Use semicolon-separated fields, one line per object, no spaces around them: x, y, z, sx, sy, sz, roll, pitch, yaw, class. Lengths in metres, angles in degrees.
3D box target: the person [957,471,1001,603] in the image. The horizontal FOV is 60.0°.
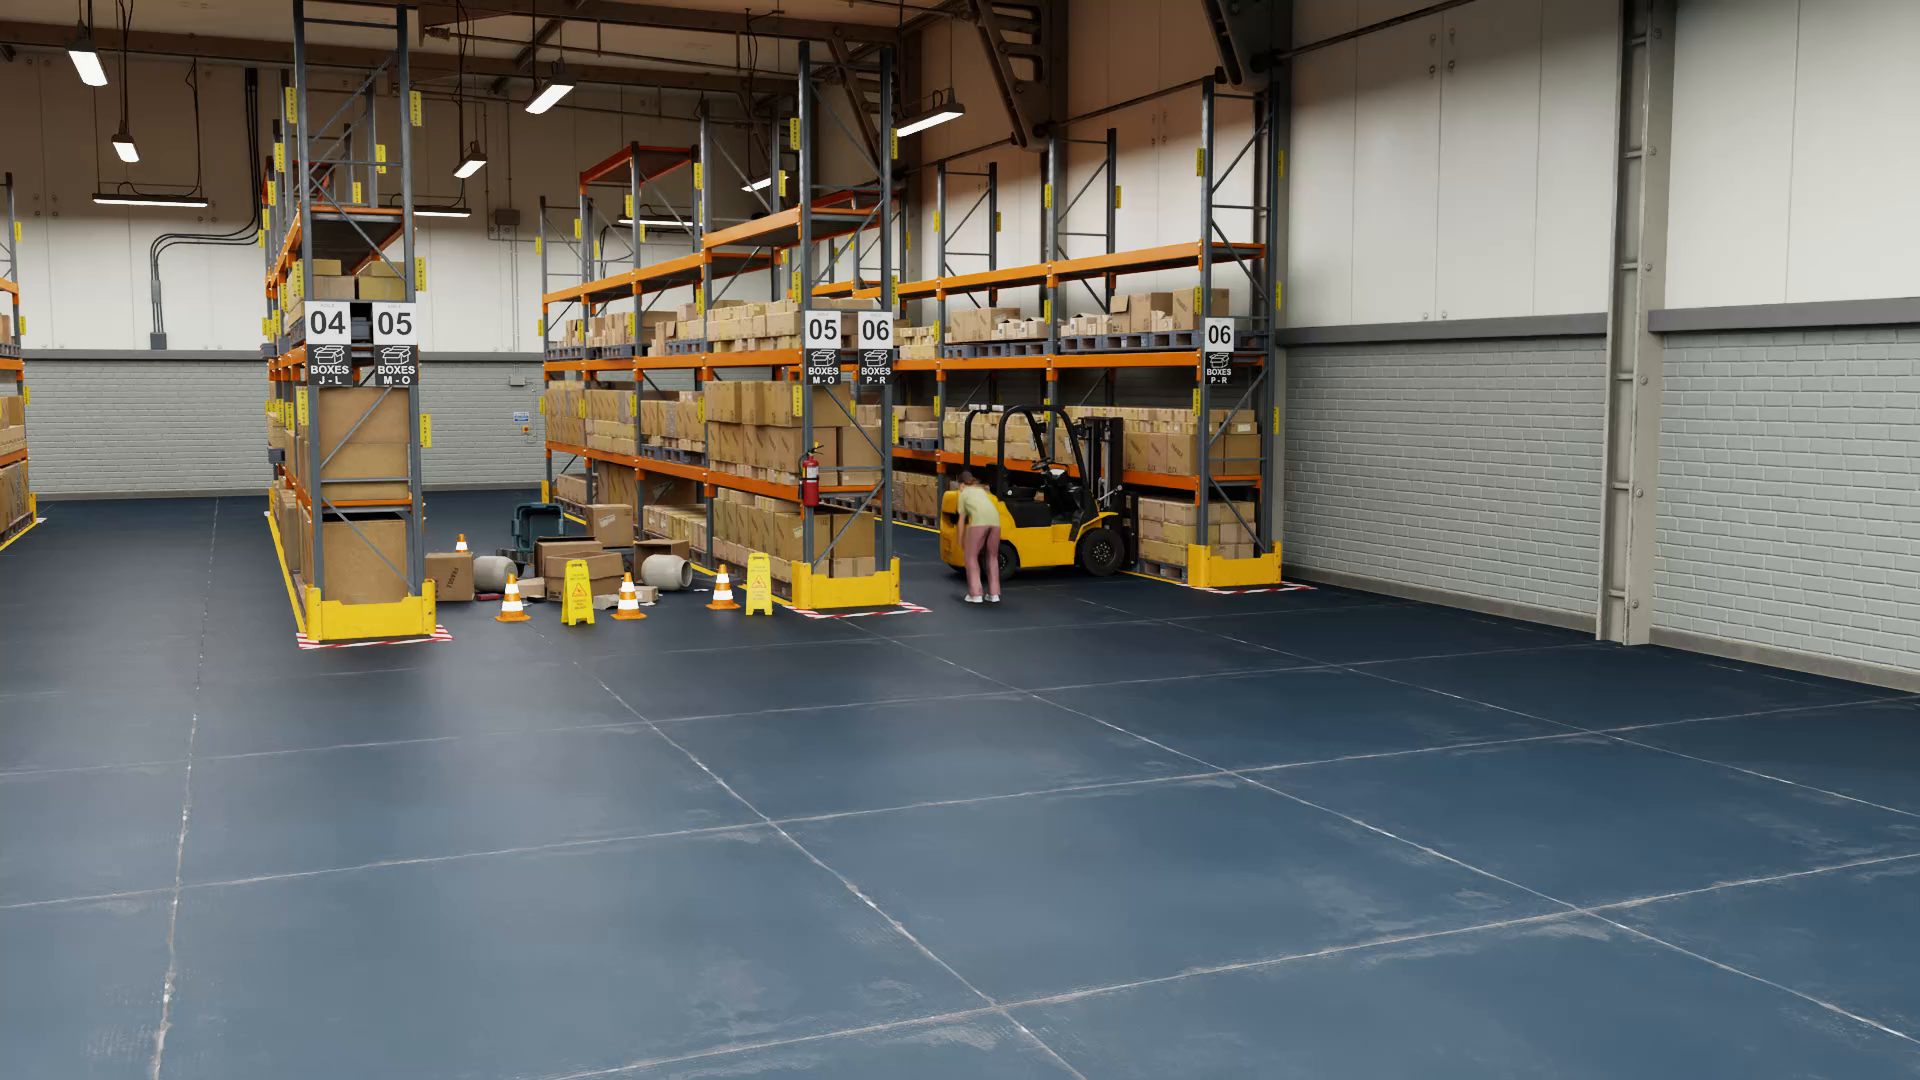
0.185;-0.044;18.663;0.408;1.445;0.731;-3;6;-25;person
